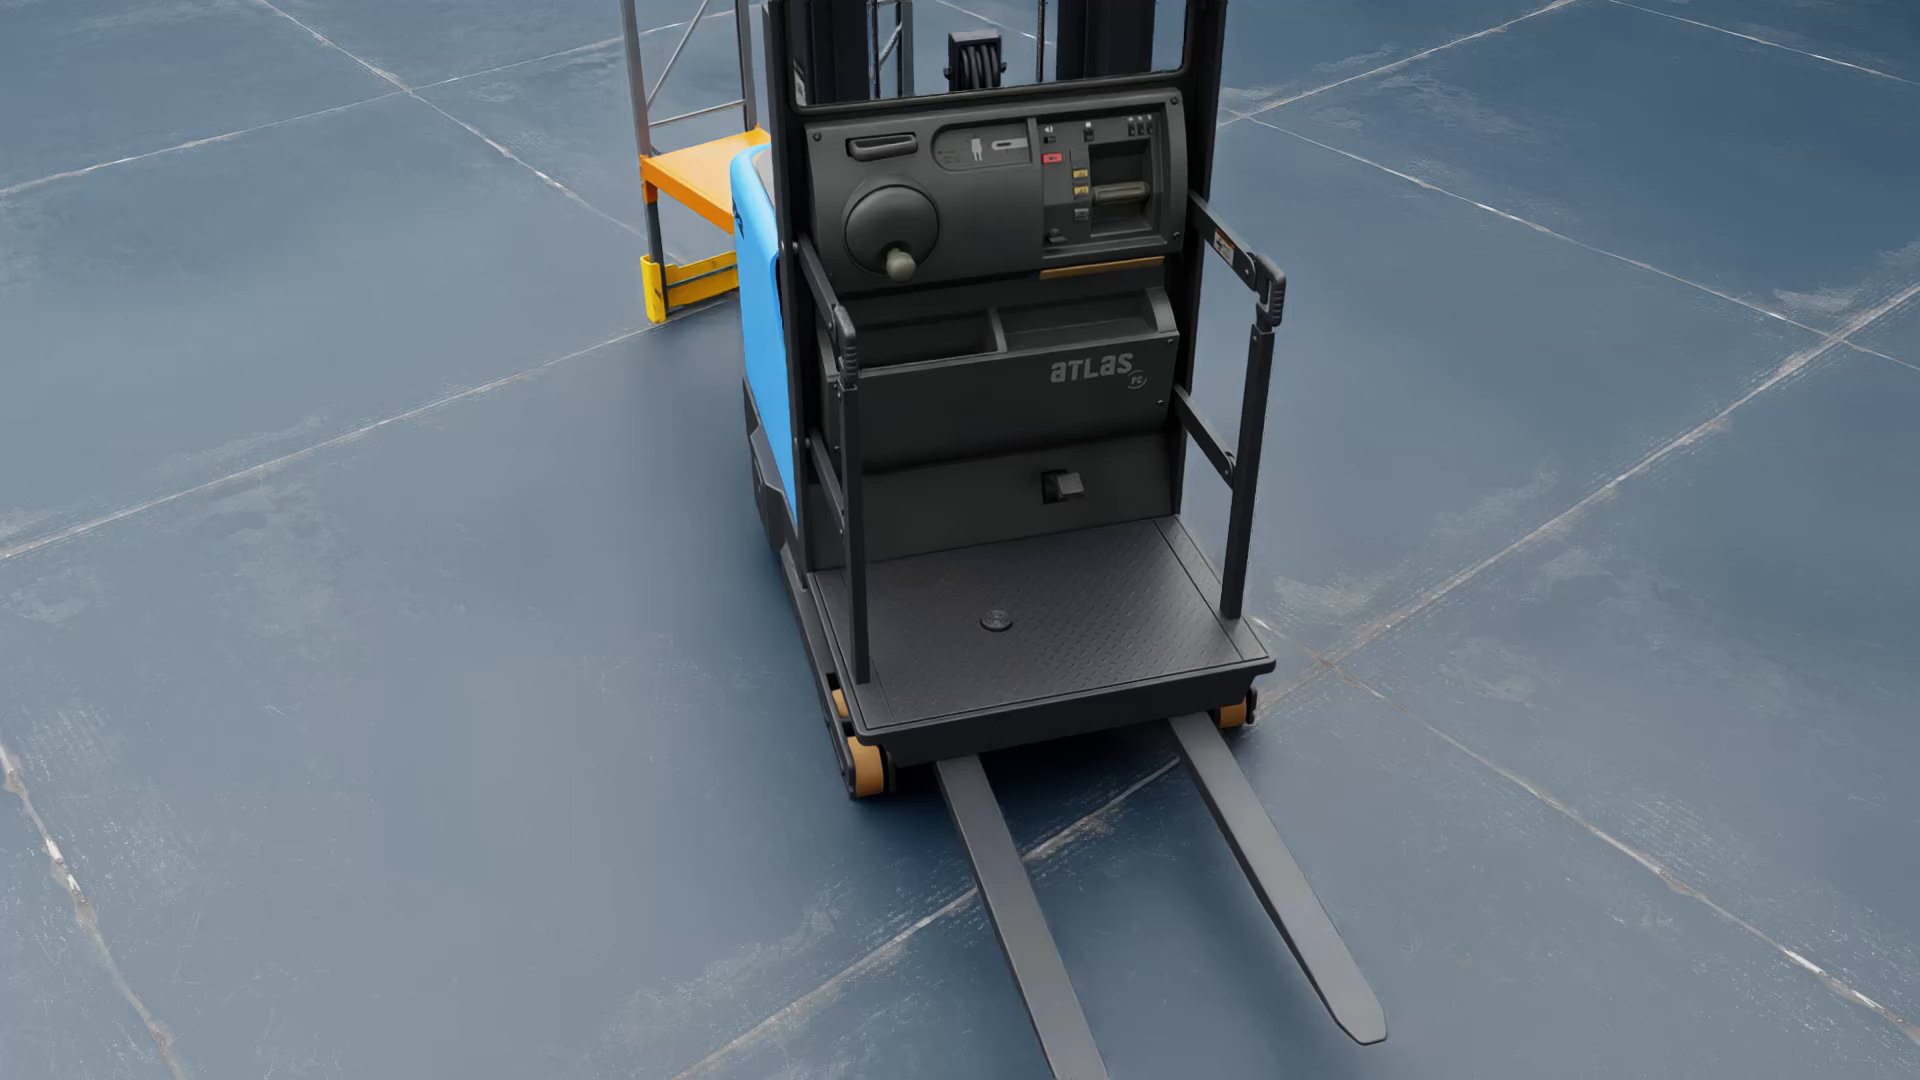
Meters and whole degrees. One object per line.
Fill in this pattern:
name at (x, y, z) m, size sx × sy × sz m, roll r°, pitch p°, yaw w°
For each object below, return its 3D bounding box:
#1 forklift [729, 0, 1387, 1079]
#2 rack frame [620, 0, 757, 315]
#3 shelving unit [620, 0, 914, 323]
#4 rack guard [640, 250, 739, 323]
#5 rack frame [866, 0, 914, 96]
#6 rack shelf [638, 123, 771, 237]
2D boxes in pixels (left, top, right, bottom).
forklift at (0.159, -0.783, 3.819) m, size 1.130 × 2.935 × 3.031 m, roll -9°, pitch 36°, yaw -12°
rack frame at (-0.980, -1.578, 6.181) m, size 0.500 × 1.500 × 0.032 m, roll -24°, pitch 42°, yaw -30°
shelving unit at (-0.663, -1.342, 5.847) m, size 0.587 × 1.500 × 1.083 m, roll -24°, pitch 42°, yaw -30°
rack guard at (-0.968, -1.060, 6.530) m, size 0.587 × 0.250 × 0.087 m, roll -24°, pitch 42°, yaw -30°
rack frame at (-0.358, -1.114, 5.525) m, size 0.500 × 1.500 × 0.032 m, roll -24°, pitch 42°, yaw -30°
rack shelf at (-0.669, -1.199, 5.957) m, size 0.538 × 0.185 × 1.000 m, roll -24°, pitch 42°, yaw -30°
